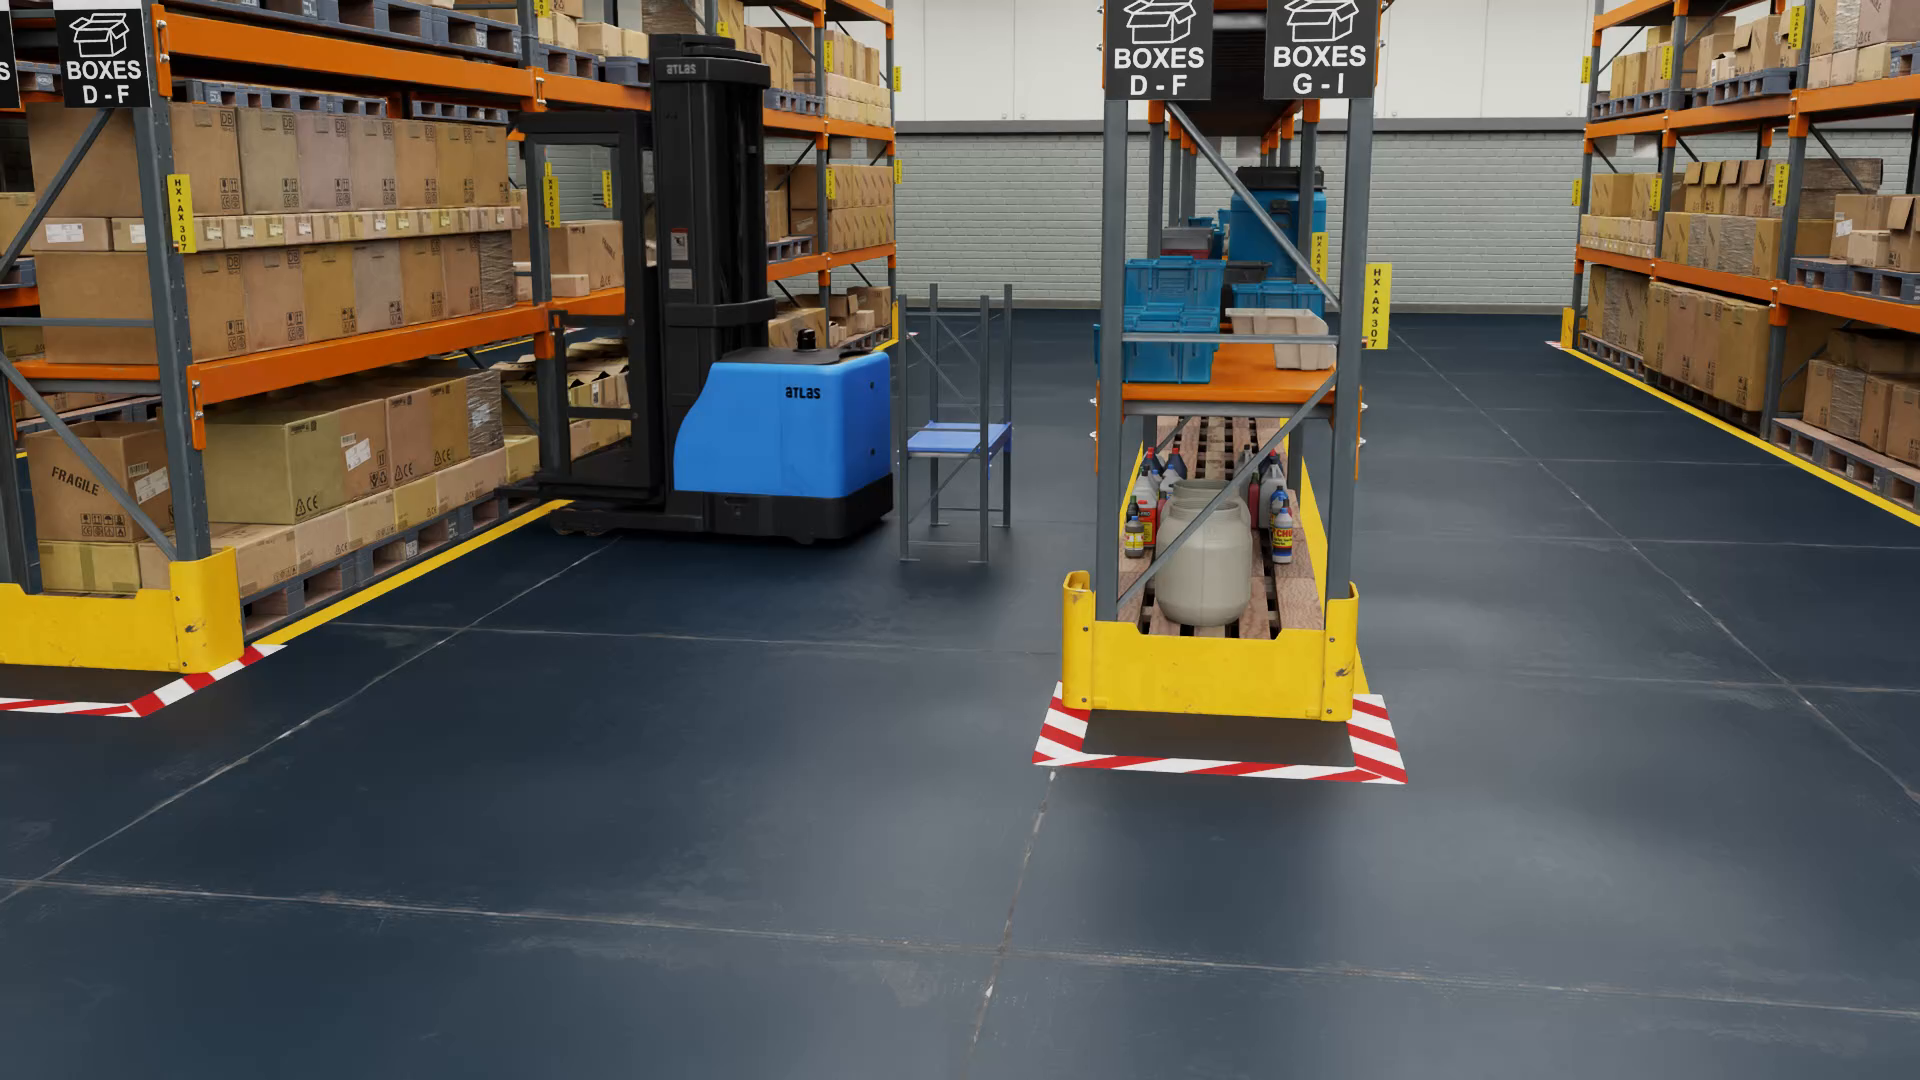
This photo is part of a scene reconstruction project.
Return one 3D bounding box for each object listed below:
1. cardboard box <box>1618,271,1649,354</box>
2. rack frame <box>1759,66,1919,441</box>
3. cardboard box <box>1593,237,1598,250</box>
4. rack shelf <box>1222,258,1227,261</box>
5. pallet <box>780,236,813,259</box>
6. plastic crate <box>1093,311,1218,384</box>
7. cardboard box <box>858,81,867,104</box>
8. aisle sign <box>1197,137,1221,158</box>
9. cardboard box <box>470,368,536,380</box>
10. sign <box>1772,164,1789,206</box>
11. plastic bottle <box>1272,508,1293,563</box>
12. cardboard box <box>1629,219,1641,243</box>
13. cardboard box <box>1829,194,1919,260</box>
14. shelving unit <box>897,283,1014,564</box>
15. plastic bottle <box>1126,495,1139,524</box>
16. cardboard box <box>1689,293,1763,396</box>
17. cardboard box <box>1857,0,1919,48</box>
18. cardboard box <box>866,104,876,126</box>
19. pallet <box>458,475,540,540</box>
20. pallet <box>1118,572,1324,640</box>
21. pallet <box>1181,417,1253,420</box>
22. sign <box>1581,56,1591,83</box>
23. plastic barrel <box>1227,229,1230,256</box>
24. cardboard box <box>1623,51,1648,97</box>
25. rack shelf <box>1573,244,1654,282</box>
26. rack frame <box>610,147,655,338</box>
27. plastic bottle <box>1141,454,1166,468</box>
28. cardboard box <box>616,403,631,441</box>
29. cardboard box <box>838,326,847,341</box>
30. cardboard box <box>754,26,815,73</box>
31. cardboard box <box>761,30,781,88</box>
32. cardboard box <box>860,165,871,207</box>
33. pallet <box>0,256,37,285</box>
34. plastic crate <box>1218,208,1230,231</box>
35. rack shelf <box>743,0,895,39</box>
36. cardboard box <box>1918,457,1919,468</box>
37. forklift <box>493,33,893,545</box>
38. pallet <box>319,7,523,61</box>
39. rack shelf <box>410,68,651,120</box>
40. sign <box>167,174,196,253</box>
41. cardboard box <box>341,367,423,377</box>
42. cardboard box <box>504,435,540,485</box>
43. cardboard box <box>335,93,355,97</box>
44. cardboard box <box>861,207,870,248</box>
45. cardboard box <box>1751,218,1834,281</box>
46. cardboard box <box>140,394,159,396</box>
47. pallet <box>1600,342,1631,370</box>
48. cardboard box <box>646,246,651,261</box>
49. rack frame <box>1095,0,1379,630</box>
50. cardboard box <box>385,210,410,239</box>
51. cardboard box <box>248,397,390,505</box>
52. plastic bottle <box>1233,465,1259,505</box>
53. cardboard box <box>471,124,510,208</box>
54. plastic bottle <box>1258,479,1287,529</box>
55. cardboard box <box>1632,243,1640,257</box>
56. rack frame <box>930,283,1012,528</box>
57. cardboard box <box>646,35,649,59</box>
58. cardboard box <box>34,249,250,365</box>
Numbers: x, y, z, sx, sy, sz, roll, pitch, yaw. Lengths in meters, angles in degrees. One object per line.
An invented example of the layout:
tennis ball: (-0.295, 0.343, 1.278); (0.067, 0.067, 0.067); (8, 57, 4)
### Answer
cardboard box: (8.109, -2.604, 19.003); (0.875, 0.875, 0.875); (2, 12, 9)
rack frame: (7.174, -2.283, 13.465); (1.000, 3.000, 0.127); (2, 12, 9)
cardboard box: (7.908, -3.601, 20.178); (0.380, 0.149, 0.250); (2, 12, 8)
rack shelf: (2.588, -2.508, 16.217); (1.077, 0.370, 4.000); (2, 12, 9)
pallet: (-2.229, -3.180, 18.086); (1.003, 0.211, 1.213); (2, 12, 9)
plastic crate: (0.831, -0.819, 7.026); (0.499, 0.251, 0.616); (2, 12, 9)
cardboard box: (-1.438, -5.480, 20.349); (0.500, 0.250, 0.500); (2, 12, 9)
aisle sign: (3.228, -5.404, 21.777); (0.394, 0.787, 0.004); (2, 12, 9)
cardboard box: (-3.376, -1.109, 12.218); (0.500, 0.311, 0.500); (2, 12, 10)
sign: (6.626, -2.866, 13.423); (0.100, 0.325, 0.005); (2, 12, 9)
plastic bottle: (1.637, -0.026, 8.428); (0.097, 0.271, 0.097); (0, 12, 0)
cardboard box: (7.675, -3.396, 18.279); (0.500, 0.250, 0.500); (2, 12, 10)
cardboard box: (7.131, -2.423, 12.883); (0.500, 0.500, 0.500); (0, 12, 2)
shelving unit: (-0.013, -0.715, 9.753); (0.538, 1.500, 1.048); (2, 12, 9)
plastic bottle: (0.899, -0.086, 8.678); (0.061, 0.283, 0.133); (2, 12, 10)
cardboard box: (7.446, -1.778, 15.168); (1.225, 0.875, 0.875); (2, 12, 9)
cardboard box: (6.696, -3.742, 11.694); (0.500, 0.500, 0.500); (2, 12, 7)
cardboard box: (-1.353, -5.339, 20.883); (0.500, 0.250, 0.500); (2, 12, 9)
pallet: (-3.392, -0.244, 10.626); (1.003, 0.211, 1.213); (2, 12, 9)
pallet: (1.146, 0.399, 7.640); (1.003, 0.211, 1.213); (2, 12, 9)
pallet: (2.361, -1.245, 15.271); (1.003, 0.211, 1.213); (2, 12, 9)
sign: (7.857, -5.899, 20.865); (0.100, 0.325, 0.005); (2, 12, 9)
plastic barrel: (2.508, -2.403, 13.702); (0.600, 0.536, 0.708); (2, 12, 9)
cardboard box: (8.141, -5.385, 19.269); (0.700, 0.500, 0.500); (1, 12, 5)
rack shelf: (8.097, -3.180, 19.336); (1.077, 0.370, 4.000); (2, 12, 9)
rack frame: (-2.613, -2.604, 14.958); (1.000, 3.000, 0.127); (2, 12, 9)
plastic bottle: (1.160, -0.374, 10.028); (0.152, 0.276, 0.135); (2, 12, 11)
cardboard box: (-2.765, -0.923, 12.686); (0.500, 0.250, 0.500); (1, 12, 7)
cardboard box: (-1.597, -2.528, 20.284); (0.380, 0.166, 0.250); (2, 12, 9)
cardboard box: (-1.961, -5.543, 18.865); (0.700, 0.500, 0.500); (2, 12, 9)
cardboard box: (-2.229, -4.964, 17.316); (0.600, 0.600, 0.600); (2, 12, 8)
cardboard box: (-1.411, -4.386, 20.613); (0.500, 0.500, 0.500); (2, 12, 10)
pallet: (-7.773, -2.257, 13.801); (1.003, 0.211, 1.213); (2, 12, 9)
plastic crate: (3.644, -4.079, 21.576); (0.616, 0.435, 0.499); (2, 12, 9)
rack shelf: (-1.691, -6.433, 20.198); (1.077, 0.370, 4.000); (2, 12, 9)
cardboard box: (6.767, -0.669, 10.866); (0.700, 0.500, 0.500); (2, 12, 8)
forklift: (-1.999, -1.555, 10.252); (3.031, 2.935, 1.130); (3, 13, 15)
pallet: (-3.334, -3.016, 9.960); (1.003, 0.211, 1.213); (2, 12, 9)
rack shelf: (-2.921, -3.303, 12.786); (1.077, 0.370, 4.000); (2, 12, 9)
sign: (-3.296, -1.382, 7.042); (0.100, 0.325, 0.005); (2, 12, 9)
cardboard box: (-3.678, -0.809, 10.376); (0.500, 0.500, 0.500); (2, 12, 9)
cardboard box: (-3.084, -0.529, 10.859); (0.500, 0.250, 0.500); (2, 12, 9)
cardboard box: (-7.137, -5.147, 18.356); (0.700, 0.500, 0.500); (1, 12, 6)
cardboard box: (-1.419, -3.900, 20.732); (0.500, 0.500, 0.500); (2, 12, 8)
cardboard box: (7.006, -2.442, 13.968); (0.500, 0.500, 0.500); (2, 12, 10)
cardboard box: (-7.568, -1.606, 15.213); (0.700, 0.500, 0.500); (2, 12, 9)
pallet: (8.169, -2.163, 19.527); (1.003, 0.211, 1.213); (2, 12, 9)
cardboard box: (-2.942, -2.381, 14.133); (0.500, 0.311, 0.500); (2, 12, 8)
rack frame: (1.050, -0.778, 6.482); (1.000, 3.000, 0.127); (2, 12, 9)
cardboard box: (-3.293, -1.754, 9.237); (0.380, 0.149, 0.250); (2, 12, 11)
cardboard box: (-3.402, -0.480, 8.850); (0.500, 0.500, 0.500); (2, 12, 9)
plastic bottle: (1.671, -0.310, 9.734); (0.152, 0.276, 0.135); (2, 12, 9)
cardboard box: (-3.291, -2.362, 10.518); (0.700, 0.500, 0.500); (2, 12, 9)
plastic bottle: (1.743, -0.210, 9.267); (0.152, 0.276, 0.135); (2, 12, 10)
cardboard box: (7.592, -3.174, 18.196); (0.380, 0.149, 0.250); (2, 12, 8)
rack frame: (0.065, -0.821, 10.244); (0.500, 1.500, 0.032); (2, 12, 9)
cardboard box: (-2.690, -3.997, 13.658); (0.500, 0.250, 0.500); (2, 12, 10)
cardboard box: (-3.759, -1.085, 7.669); (0.700, 0.500, 0.500); (2, 12, 9)
